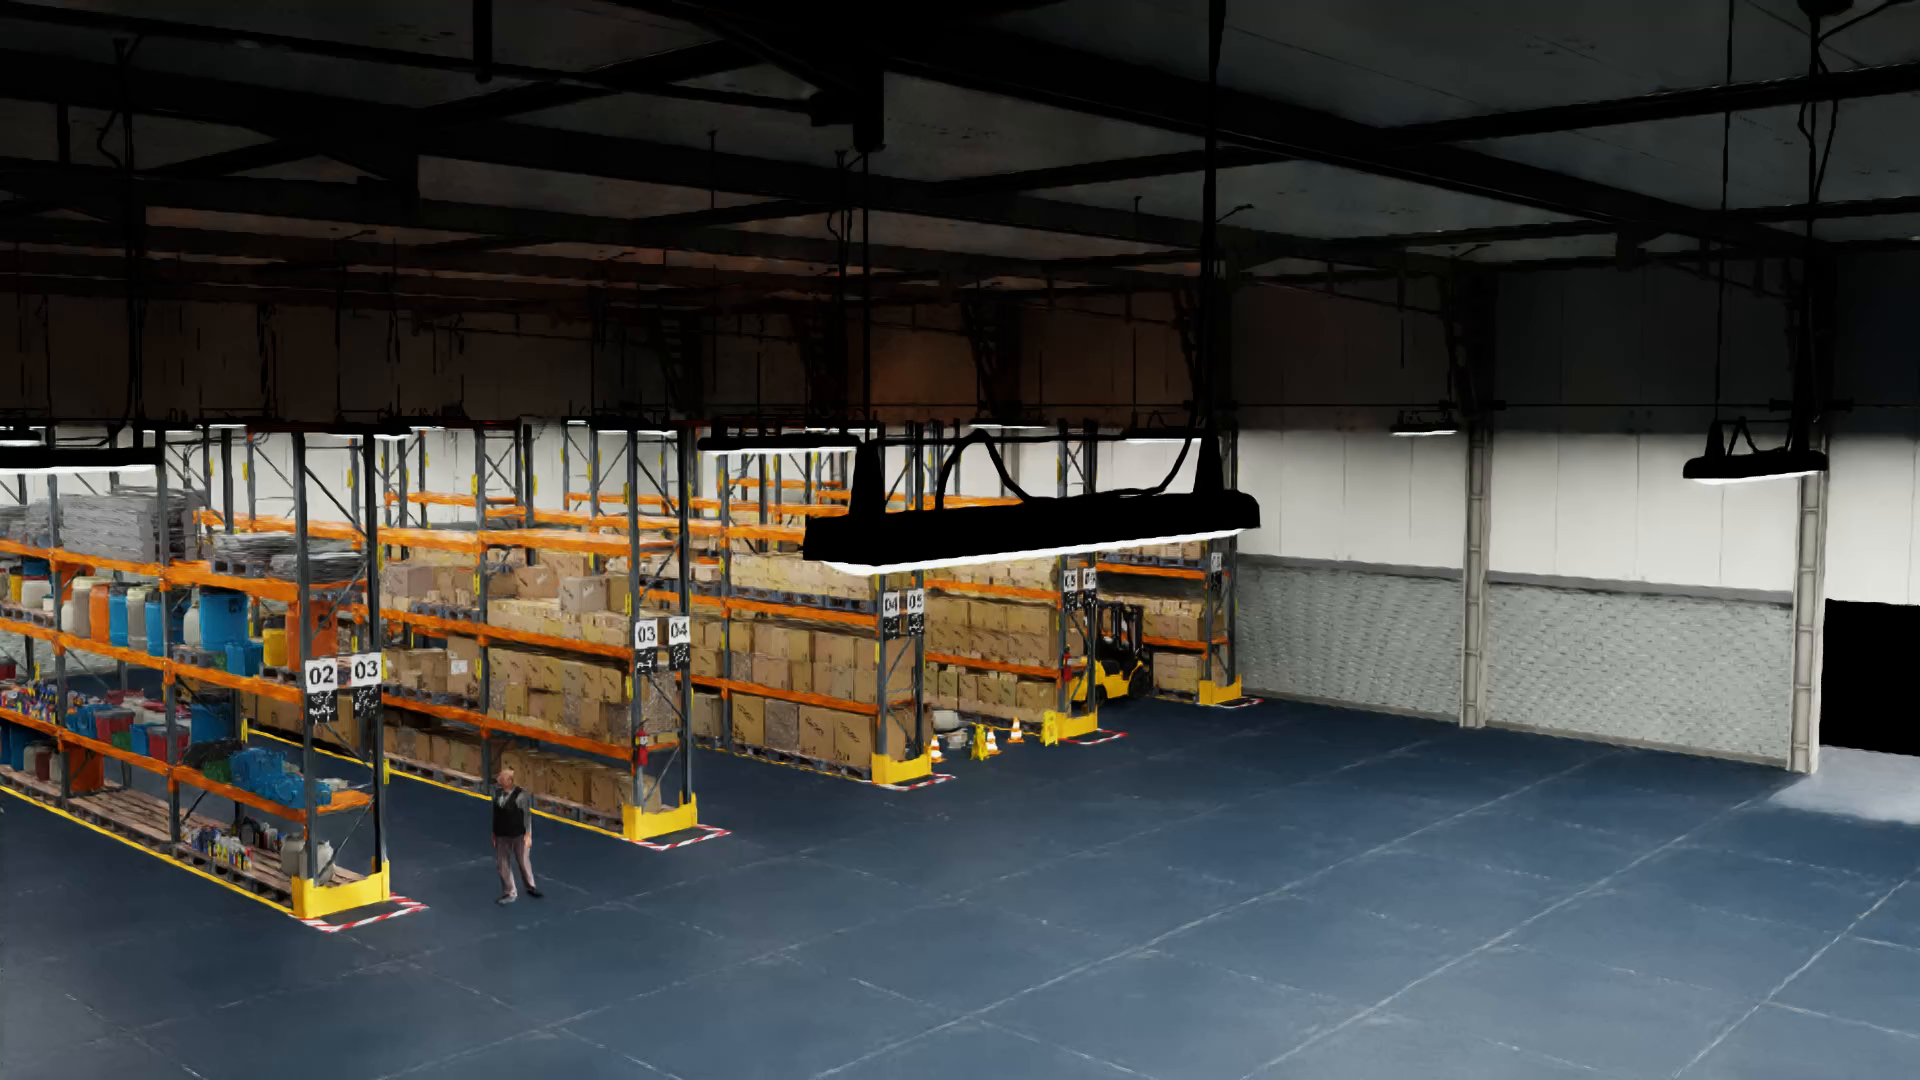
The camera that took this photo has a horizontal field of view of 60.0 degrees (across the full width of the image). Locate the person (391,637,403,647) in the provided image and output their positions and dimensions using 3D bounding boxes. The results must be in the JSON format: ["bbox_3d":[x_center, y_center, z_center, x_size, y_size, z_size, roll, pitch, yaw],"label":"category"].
[{"bbox_3d":[-11.158,2.774,33.125,0.551,1.684,0.434,2,5,21],"label":"person"}]

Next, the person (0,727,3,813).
[{"bbox_3d":[-15.219,3.369,25.850,0.686,1.709,0.867,-4,6,-42],"label":"person"}]

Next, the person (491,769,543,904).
[{"bbox_3d":[-5.682,3.751,21.209,0.629,1.713,0.536,1,5,16],"label":"person"}]
